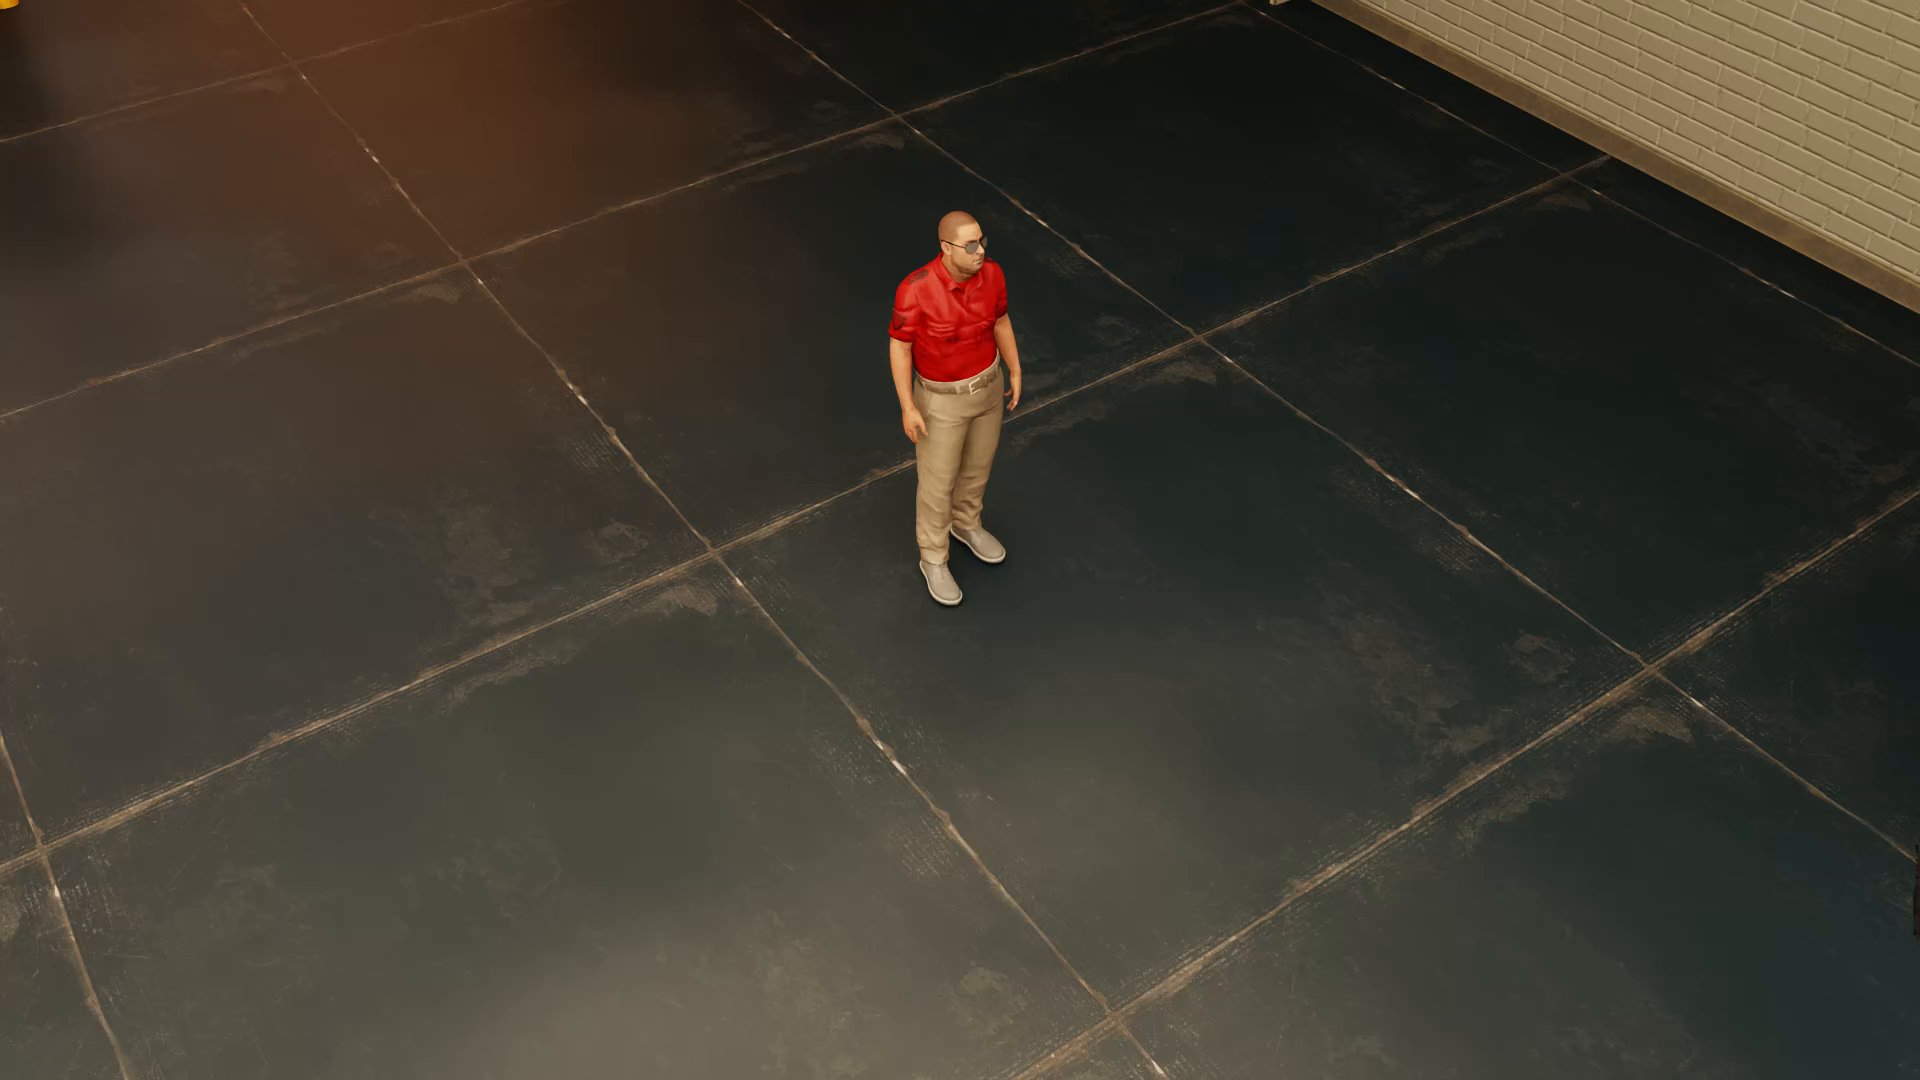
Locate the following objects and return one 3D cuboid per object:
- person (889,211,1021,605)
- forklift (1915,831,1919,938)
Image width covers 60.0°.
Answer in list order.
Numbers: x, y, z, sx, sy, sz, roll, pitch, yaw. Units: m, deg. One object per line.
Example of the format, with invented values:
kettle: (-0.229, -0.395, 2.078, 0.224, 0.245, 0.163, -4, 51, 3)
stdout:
person: (0.041, -0.586, 7.228, 0.640, 1.727, 0.551, -25, 48, -25)
forklift: (5.117, 0.588, 5.078, 3.031, 2.935, 1.130, 17, 45, 18)
